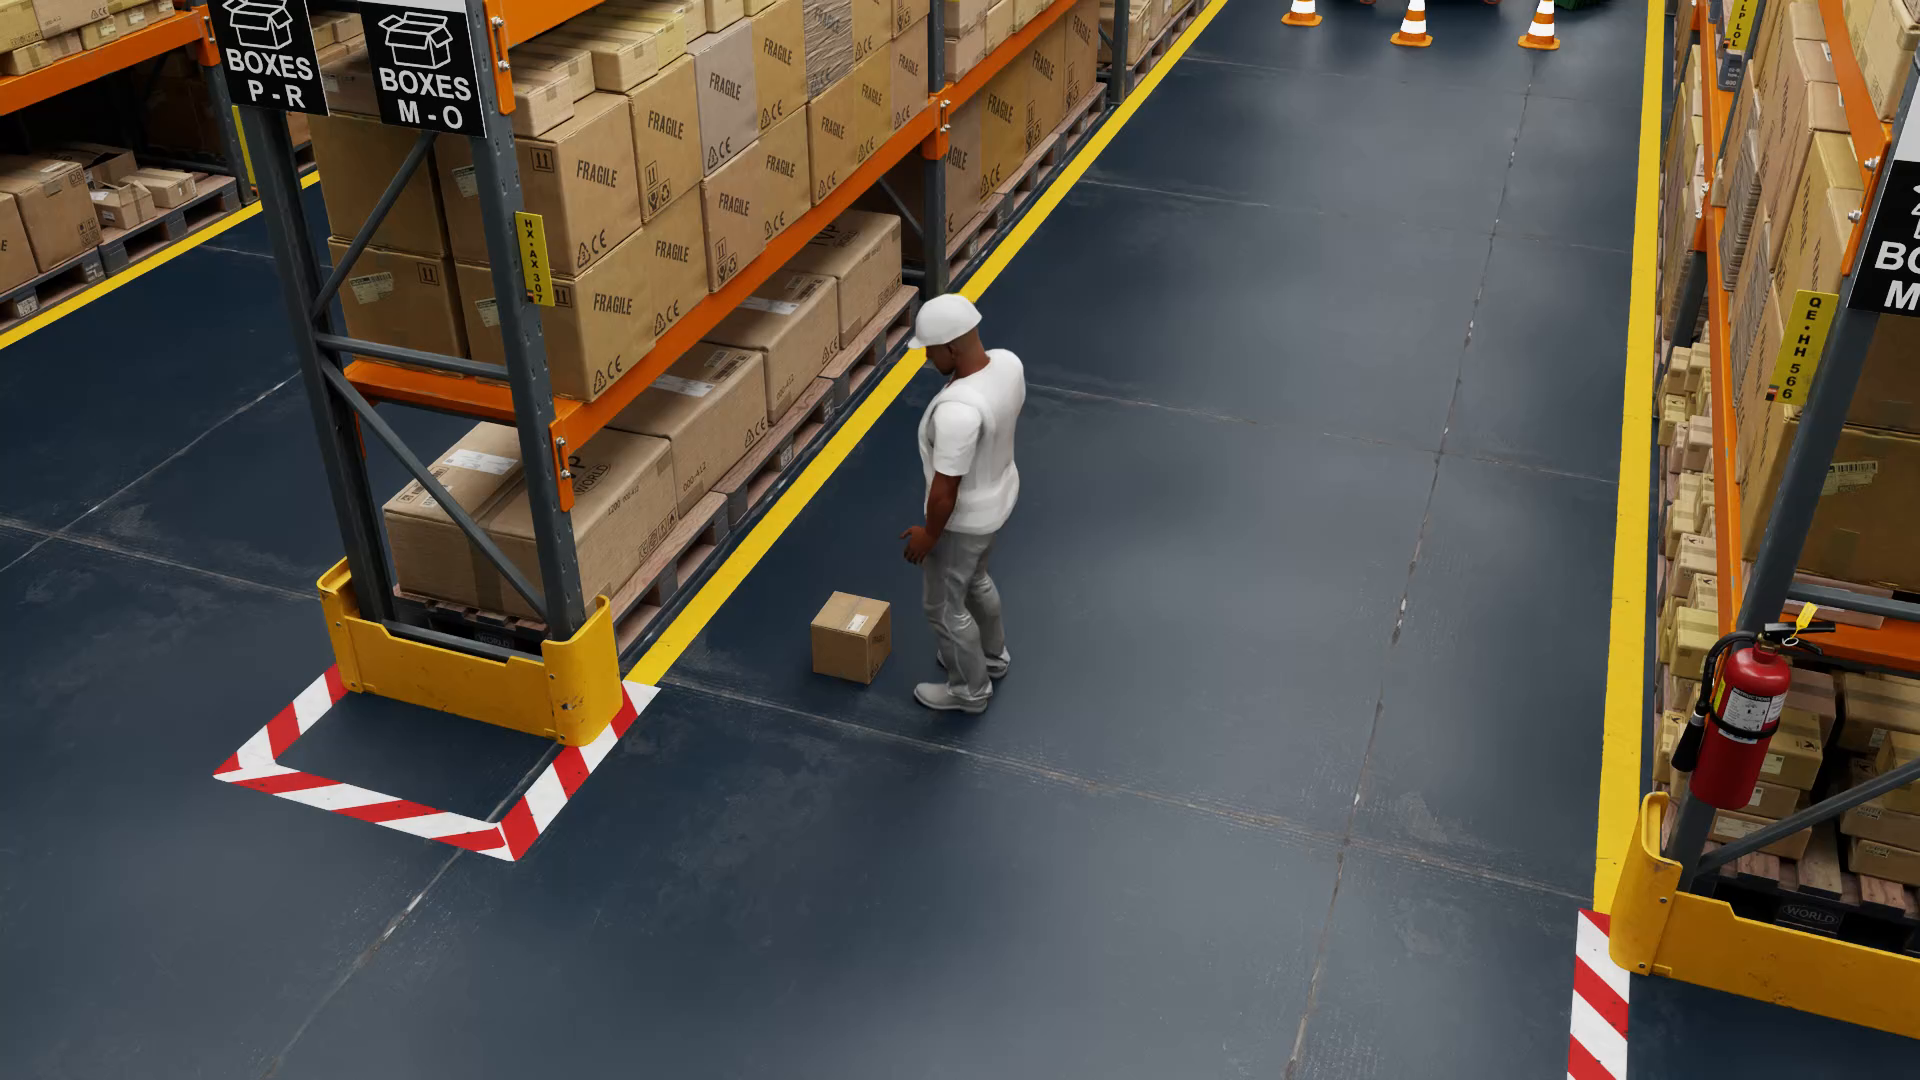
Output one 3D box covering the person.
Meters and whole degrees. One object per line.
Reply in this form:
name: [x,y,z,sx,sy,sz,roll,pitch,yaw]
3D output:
person: [0.005,-0.120,6.318,0.390,1.748,0.575,12,35,17]
